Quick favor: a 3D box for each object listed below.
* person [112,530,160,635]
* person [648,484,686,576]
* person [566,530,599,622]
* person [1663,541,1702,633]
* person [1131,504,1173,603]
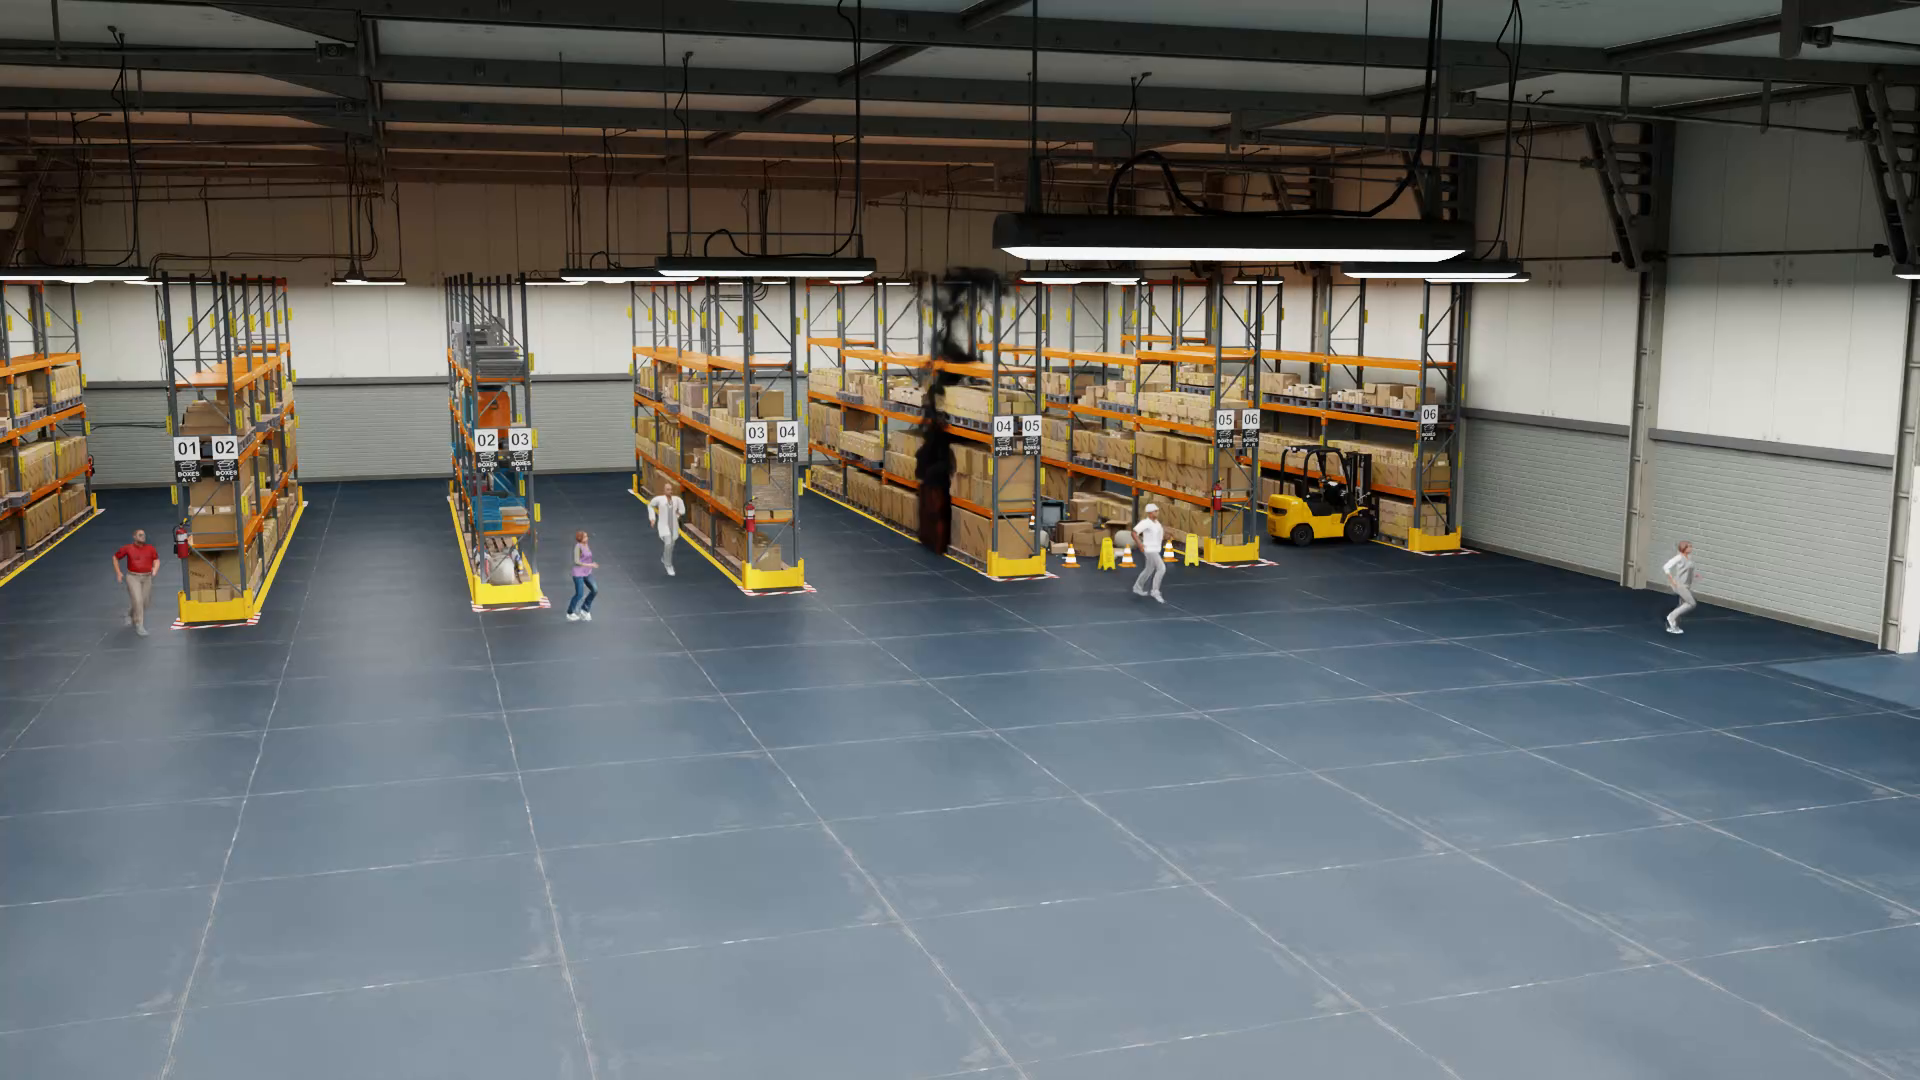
[{"bbox_3d":[-13.783,0.689,27.968,0.840,1.716,0.701,7,11,40],"label":"person"},{"bbox_3d":[-5.908,-0.224,33.668,0.659,1.847,0.937,-5,10,-31],"label":"person"},{"bbox_3d":[-6.497,0.679,28.716,0.669,1.529,0.560,3,9,18],"label":"person"},{"bbox_3d":[12.044,0.790,27.648,0.552,1.562,0.533,8,12,43],"label":"person"},{"bbox_3d":[3.541,0.240,30.670,0.765,1.827,0.669,4,9,24],"label":"person"}]
